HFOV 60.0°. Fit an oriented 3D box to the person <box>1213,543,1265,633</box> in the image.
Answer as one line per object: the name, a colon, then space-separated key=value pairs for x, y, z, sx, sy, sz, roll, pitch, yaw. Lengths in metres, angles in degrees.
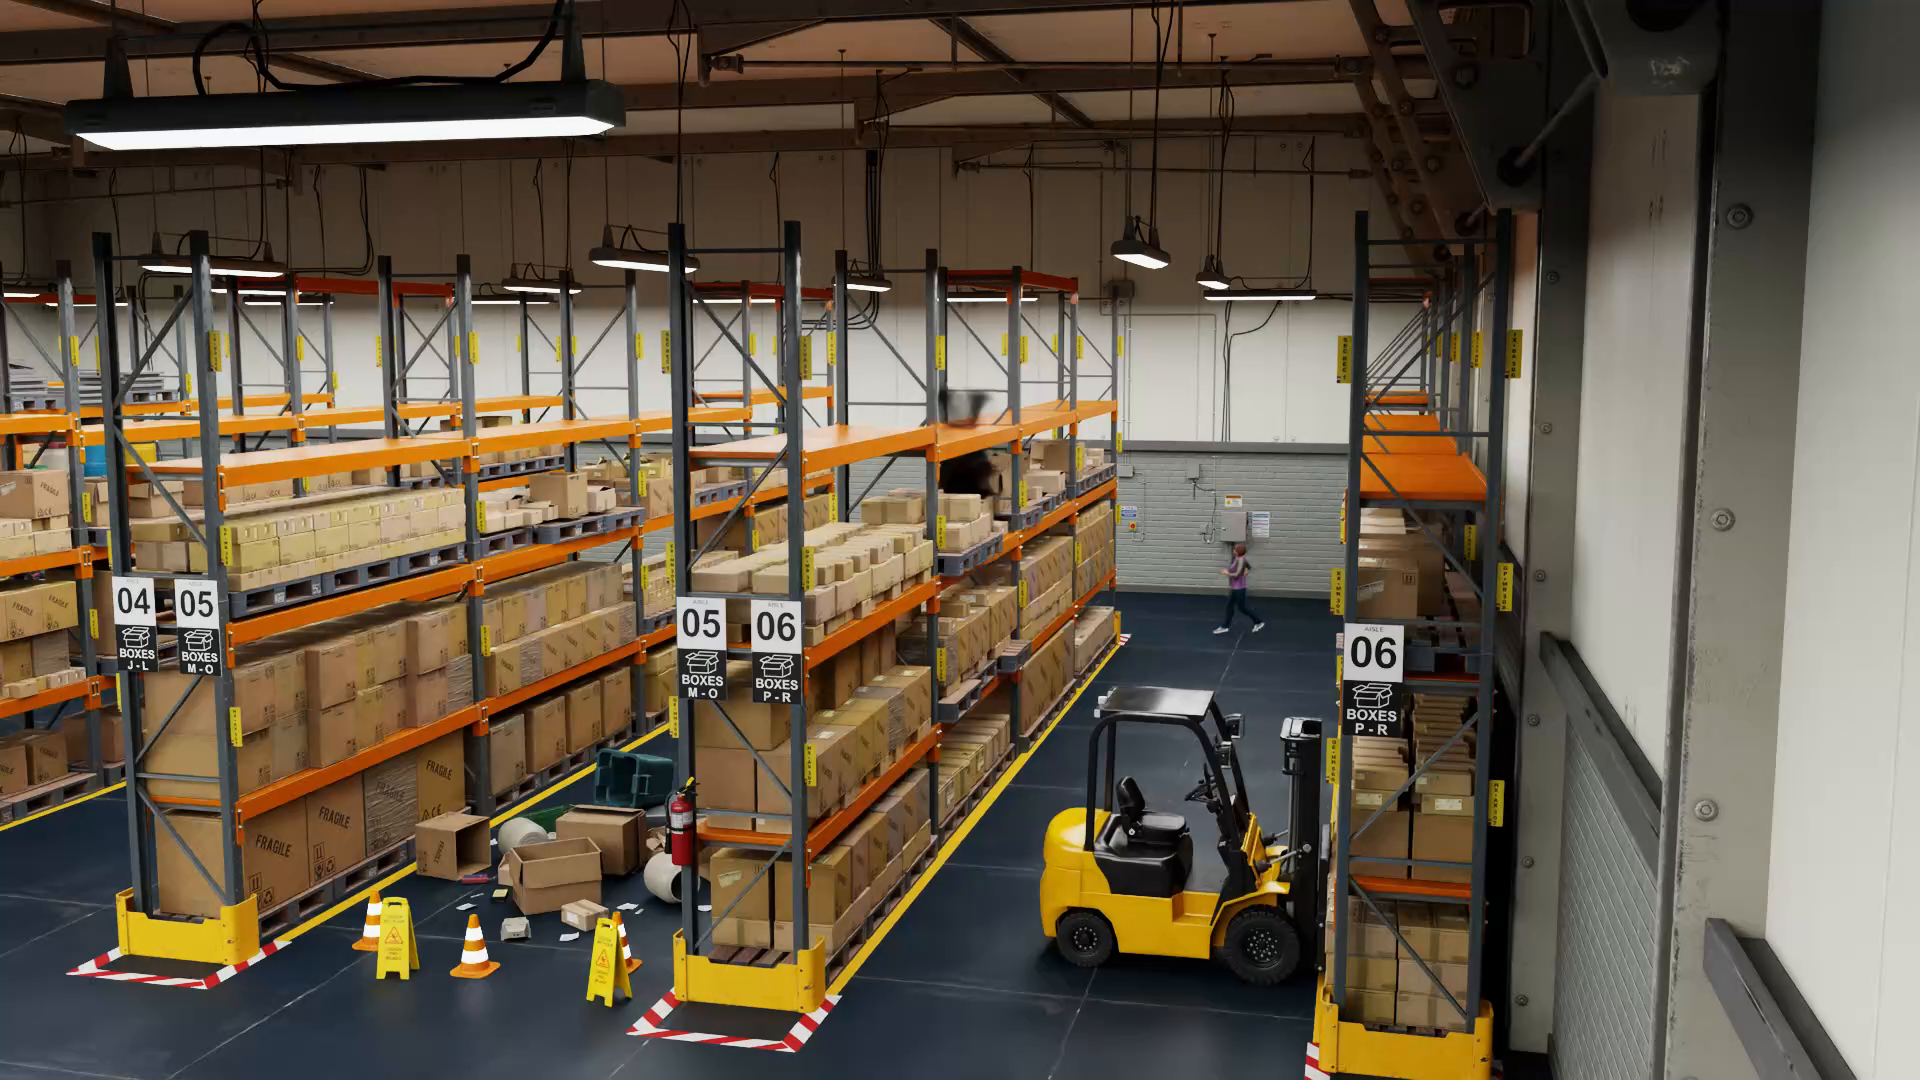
person: x=4.839 y=0.847 z=28.774 sx=0.887 sy=1.593 sz=0.549 roll=1 pitch=7 yaw=10
